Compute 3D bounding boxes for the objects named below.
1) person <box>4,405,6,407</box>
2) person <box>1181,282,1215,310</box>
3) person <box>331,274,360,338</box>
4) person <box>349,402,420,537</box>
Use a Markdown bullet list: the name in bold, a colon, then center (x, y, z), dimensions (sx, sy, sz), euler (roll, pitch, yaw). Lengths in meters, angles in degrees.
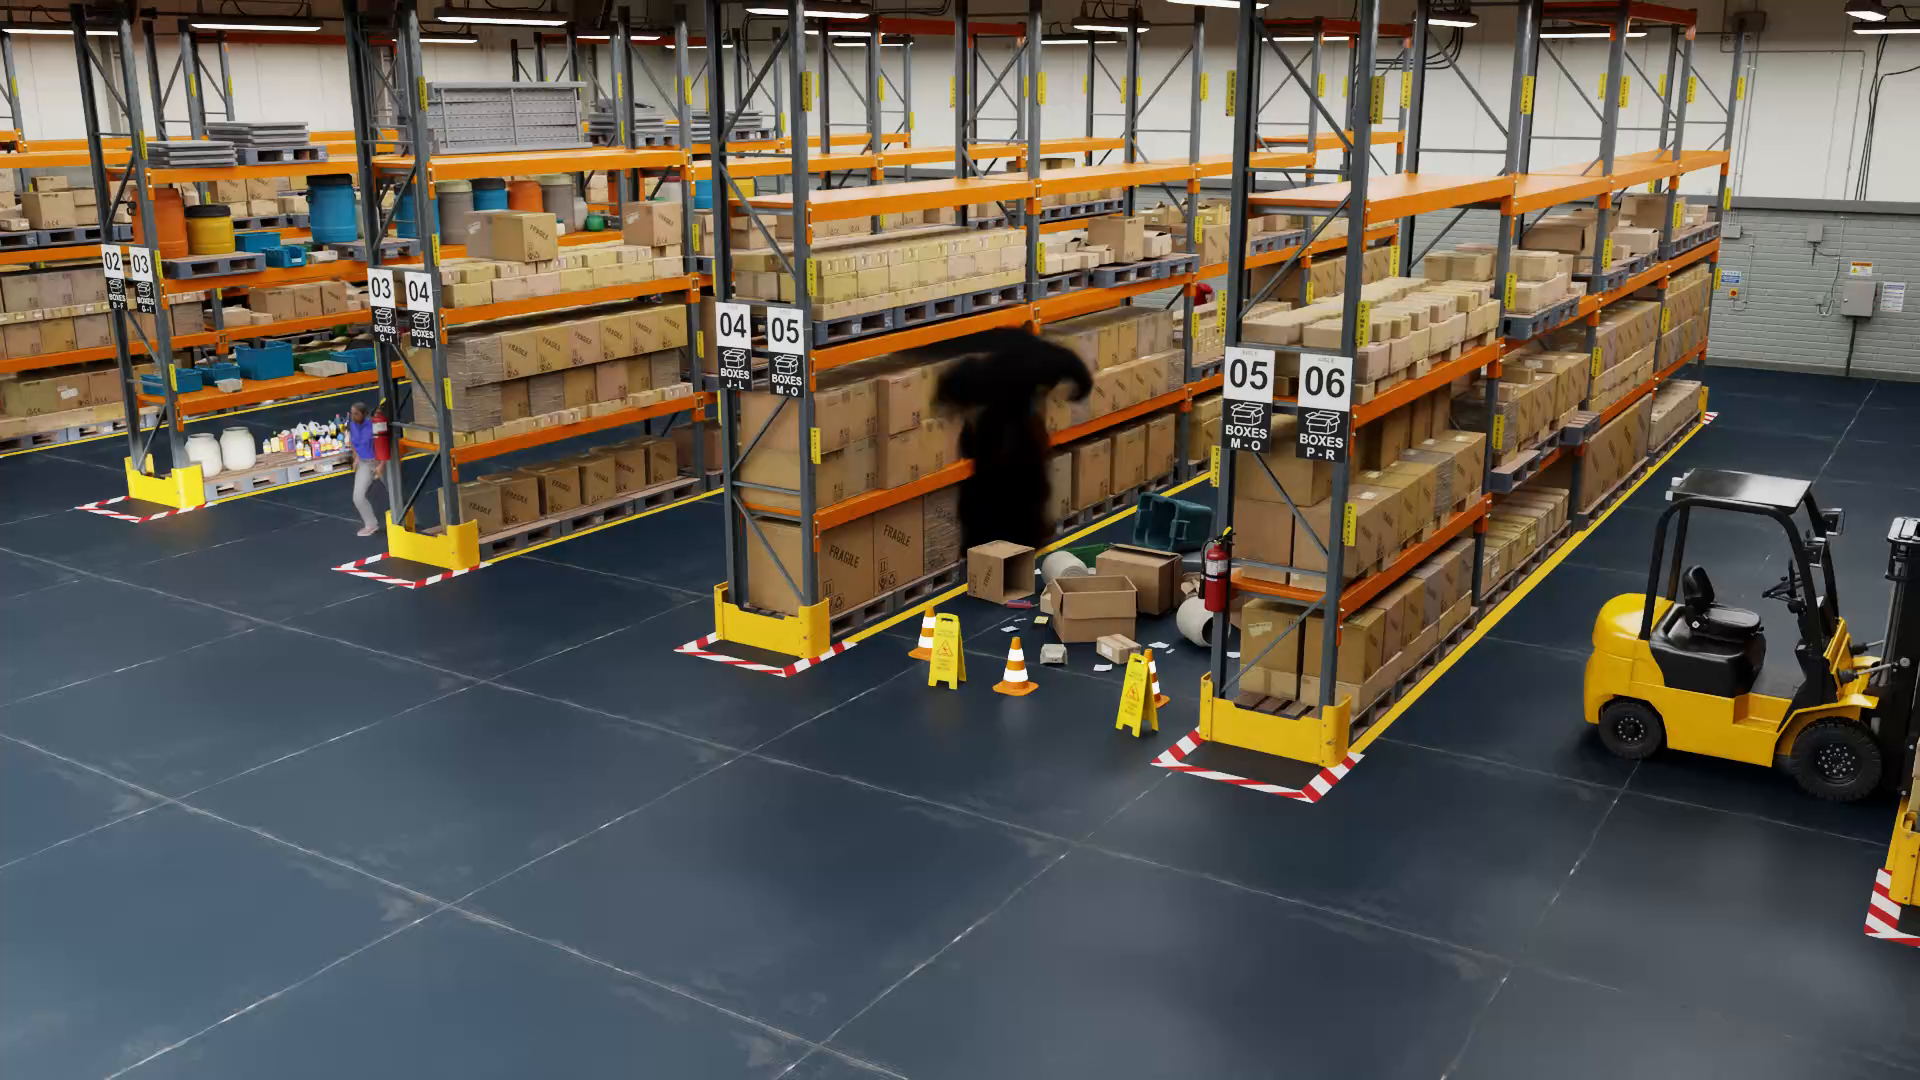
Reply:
- **person**: center (-14.929, -2.504, 25.091), dimensions (0.545, 1.683, 0.907), euler (5, 16, 16)
- **person**: center (4.654, -4.458, 32.437), dimensions (0.680, 1.531, 0.884), euler (11, 19, 35)
- **person**: center (-11.727, -4.329, 31.563), dimensions (0.659, 1.728, 0.646), euler (8, 18, 28)
- **person**: center (-6.779, -0.866, 19.420), dimensions (0.657, 1.582, 0.745), euler (2, 16, 7)
